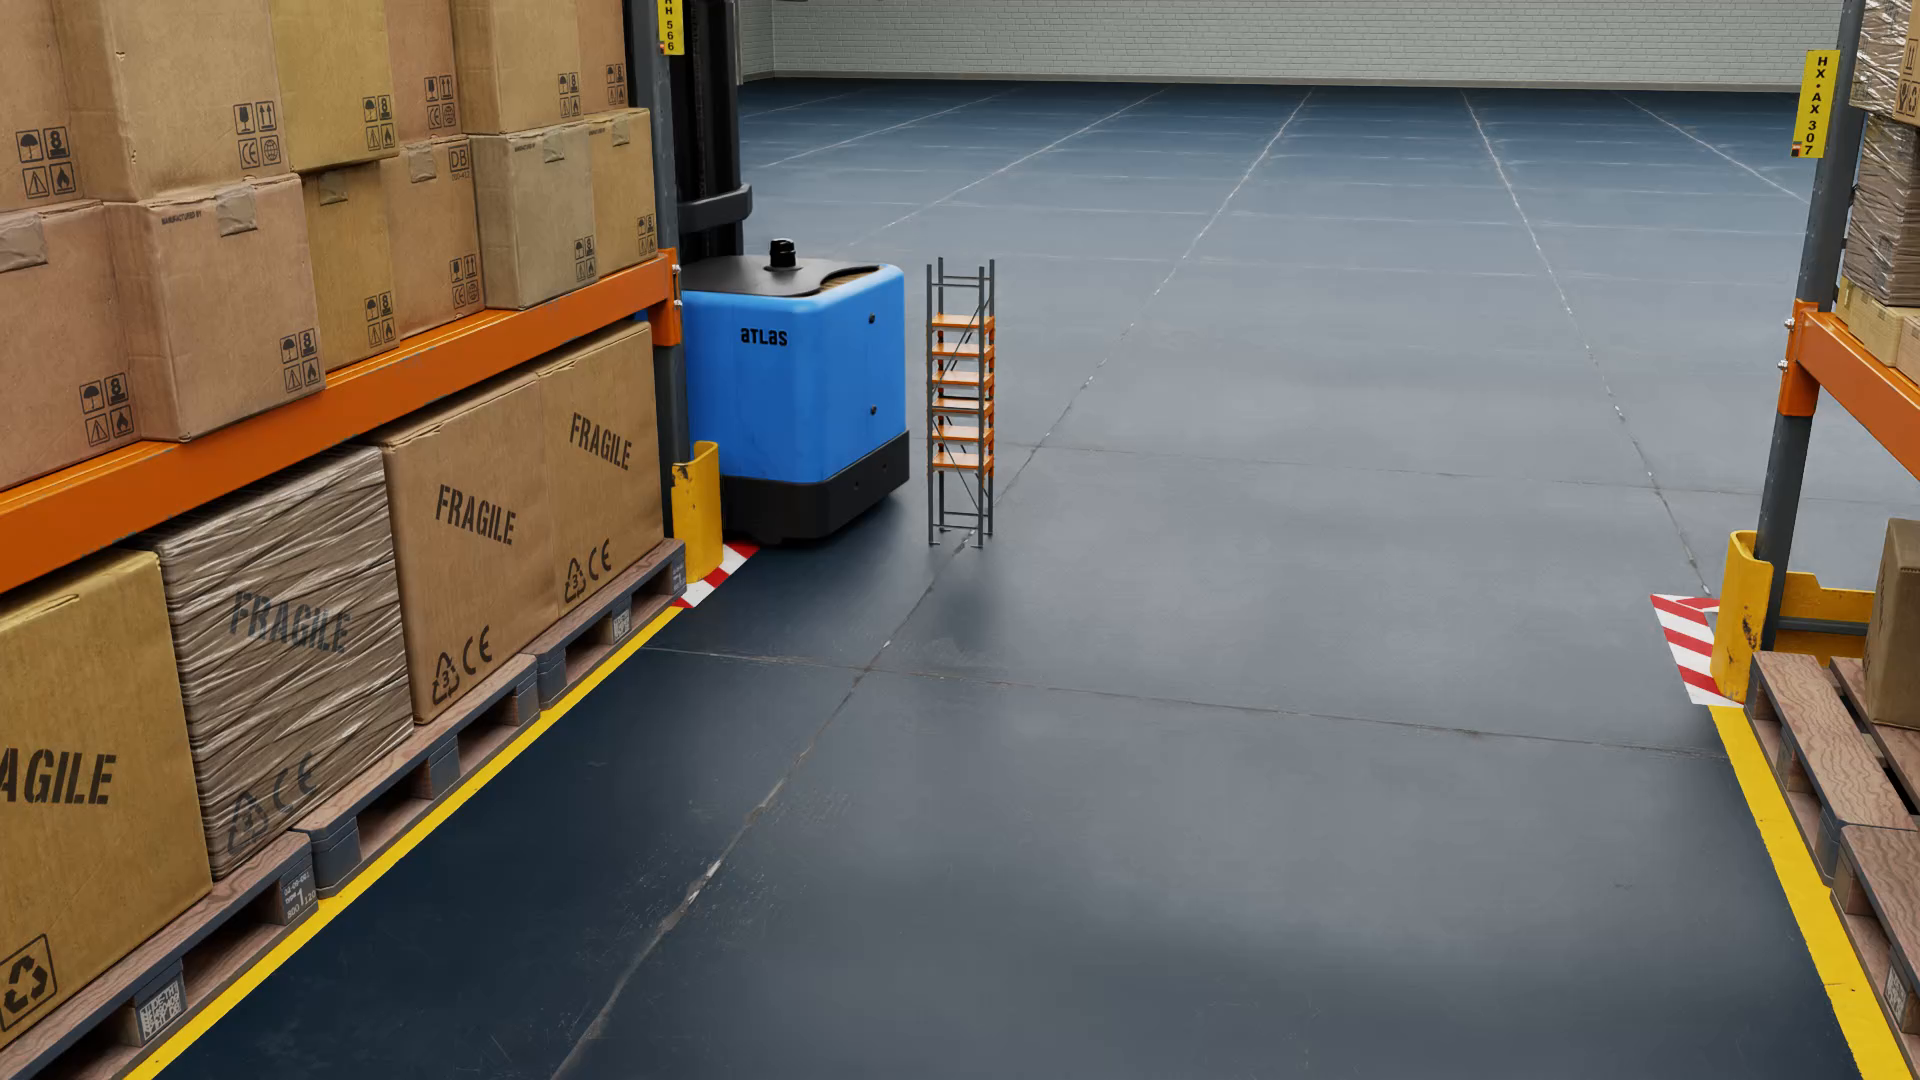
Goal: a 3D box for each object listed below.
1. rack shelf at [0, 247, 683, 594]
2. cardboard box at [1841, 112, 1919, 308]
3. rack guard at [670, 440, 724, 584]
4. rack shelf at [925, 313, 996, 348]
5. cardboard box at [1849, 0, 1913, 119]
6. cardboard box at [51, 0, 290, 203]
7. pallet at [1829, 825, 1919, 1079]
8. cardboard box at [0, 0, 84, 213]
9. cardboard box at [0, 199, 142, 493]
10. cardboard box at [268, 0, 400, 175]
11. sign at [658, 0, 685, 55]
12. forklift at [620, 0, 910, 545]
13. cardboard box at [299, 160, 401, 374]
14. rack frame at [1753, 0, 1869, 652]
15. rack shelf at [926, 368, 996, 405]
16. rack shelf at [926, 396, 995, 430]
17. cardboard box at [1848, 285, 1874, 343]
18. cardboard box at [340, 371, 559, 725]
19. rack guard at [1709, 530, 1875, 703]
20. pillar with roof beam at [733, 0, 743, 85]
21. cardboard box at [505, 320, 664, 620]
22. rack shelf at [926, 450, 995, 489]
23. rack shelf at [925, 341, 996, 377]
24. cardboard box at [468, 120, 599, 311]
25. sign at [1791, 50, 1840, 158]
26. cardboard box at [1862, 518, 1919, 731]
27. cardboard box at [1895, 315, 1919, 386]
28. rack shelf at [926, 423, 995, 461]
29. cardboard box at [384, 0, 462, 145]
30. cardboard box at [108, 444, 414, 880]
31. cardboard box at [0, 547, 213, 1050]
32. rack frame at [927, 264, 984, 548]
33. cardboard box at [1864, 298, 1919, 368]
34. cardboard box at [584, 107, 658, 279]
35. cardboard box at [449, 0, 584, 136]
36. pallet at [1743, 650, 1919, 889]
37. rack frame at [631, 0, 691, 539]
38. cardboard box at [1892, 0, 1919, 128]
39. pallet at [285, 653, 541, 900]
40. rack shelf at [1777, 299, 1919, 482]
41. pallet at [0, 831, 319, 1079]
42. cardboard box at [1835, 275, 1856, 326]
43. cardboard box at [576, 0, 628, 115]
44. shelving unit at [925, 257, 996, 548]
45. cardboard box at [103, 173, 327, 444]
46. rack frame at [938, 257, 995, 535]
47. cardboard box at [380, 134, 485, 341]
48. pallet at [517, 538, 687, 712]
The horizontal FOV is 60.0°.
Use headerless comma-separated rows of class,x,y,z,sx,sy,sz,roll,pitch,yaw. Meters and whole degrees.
rack shelf,-2.075,-0.364,4.725,1.077,0.370,4.000,5,19,13
cardboard box,3.038,-0.926,4.642,0.875,0.500,0.500,5,19,13
rack guard,-1.580,-0.156,6.870,1.175,0.500,0.348,5,19,13
rack shelf,0.004,-0.871,6.905,0.258,0.103,0.180,5,19,13
cardboard box,2.800,-1.418,4.537,0.500,0.500,0.500,5,19,13
cardboard box,-2.153,-1.112,3.901,0.875,0.550,0.550,5,19,13
pallet,2.647,1.069,3.732,1.003,0.211,1.213,5,19,13
cardboard box,-2.418,-0.954,3.437,0.875,0.550,0.550,5,19,13
cardboard box,-2.372,-0.439,3.600,0.875,0.550,0.550,5,19,13
cardboard box,-2.031,-1.279,4.389,0.875,0.550,0.500,5,19,13
sign,-1.063,-1.944,6.080,0.100,0.325,0.005,5,19,13
forklift,-1.807,-1.647,7.475,3.031,2.935,1.130,7,20,20
cardboard box,-2.094,-0.773,4.578,0.875,0.550,0.500,5,19,13
rack frame,3.199,-0.908,5.204,1.000,3.000,0.127,5,19,13
rack shelf,0.004,-0.644,6.982,0.258,0.103,0.180,5,19,13
rack shelf,0.004,-0.530,7.021,0.258,0.103,0.180,5,19,13
cardboard box,2.818,-0.641,4.814,0.380,0.149,0.250,5,19,13
cardboard box,-1.901,-0.031,5.274,0.875,0.875,0.875,4,19,13
rack guard,3.180,0.299,5.539,1.175,0.500,0.348,5,19,13
pillar with roof beam,-0.765,-13.836,33.774,9.100,9.000,0.400,5,19,13
cardboard box,-1.688,-0.307,6.082,0.875,0.875,0.875,5,19,14
rack shelf,0.004,-0.303,7.099,0.258,0.103,0.180,5,19,13
rack shelf,0.004,-0.757,6.944,0.258,0.103,0.180,5,19,13
cardboard box,-1.746,-1.108,5.559,0.875,0.550,0.550,5,19,13
sign,2.673,-1.360,5.190,0.100,0.325,0.005,5,19,13
cardboard box,3.030,0.271,4.971,0.500,0.500,0.500,9,21,23
cardboard box,2.702,-0.484,4.353,0.380,0.149,0.250,5,19,13
rack shelf,0.004,-0.417,7.060,0.258,0.103,0.180,5,19,13
cardboard box,-2.028,-1.455,4.905,0.875,0.550,0.550,5,19,13
cardboard box,-2.125,0.255,4.438,0.875,0.875,0.875,5,19,14
cardboard box,-2.342,0.538,3.610,0.875,0.875,0.875,5,19,14
rack frame,-0.019,-0.544,6.923,0.240,1.200,0.006,5,19,13
cardboard box,2.743,-0.564,4.588,0.380,0.149,0.250,5,19,13
cardboard box,-1.633,-1.282,6.069,0.875,0.550,0.550,5,19,13
cardboard box,-1.759,-1.620,5.388,0.875,0.550,0.550,5,19,13
pallet,2.948,0.688,4.848,1.003,0.211,1.213,5,19,13
rack frame,-1.586,-1.331,6.444,1.000,3.000,0.127,5,19,13
cardboard box,2.671,-1.262,4.080,0.500,0.500,0.500,5,19,13
pallet,-2.006,0.627,5.027,1.003,0.211,1.213,5,19,13
rack shelf,2.710,0.060,3.485,1.077,0.370,4.000,5,19,13
pallet,-2.302,1.010,3.904,1.003,0.211,1.213,5,19,13
cardboard box,2.898,-0.718,5.039,0.380,0.149,0.250,5,19,13
cardboard box,-1.714,-1.800,5.914,0.875,0.550,0.550,5,19,13
shelving unit,0.004,-0.572,7.007,0.258,1.200,0.189,5,19,13
cardboard box,-2.126,-0.599,4.069,0.875,0.550,0.550,5,19,13
rack frame,0.026,-0.601,7.091,0.240,1.200,0.006,5,19,13
cardboard box,-2.005,-0.942,5.074,0.875,0.550,0.550,5,19,13
pallet,-1.706,0.245,6.143,1.003,0.211,1.213,5,19,13
